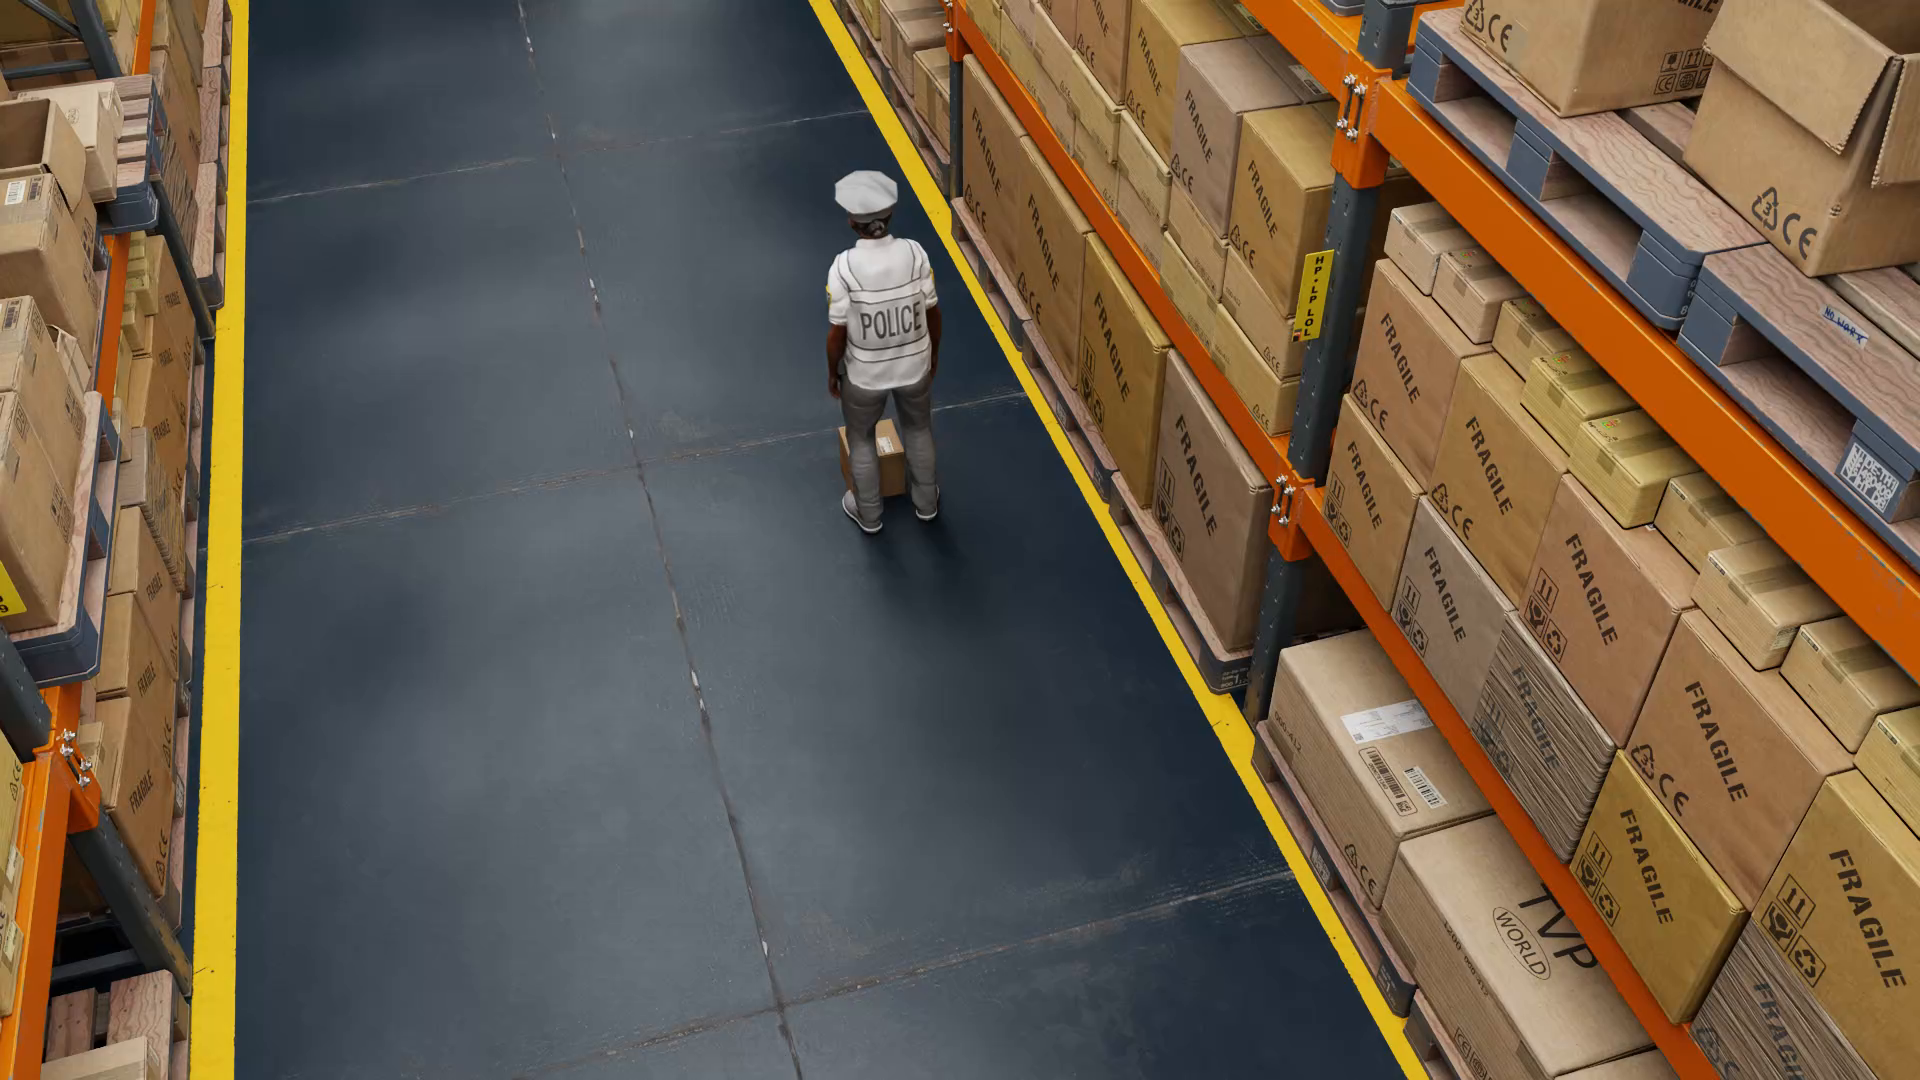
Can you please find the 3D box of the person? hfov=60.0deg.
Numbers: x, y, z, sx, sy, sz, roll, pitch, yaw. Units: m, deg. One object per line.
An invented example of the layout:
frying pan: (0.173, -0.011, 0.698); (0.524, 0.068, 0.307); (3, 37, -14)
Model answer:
person: (-0.314, -0.731, 6.960); (0.510, 1.657, 0.393); (-14, 44, -15)
